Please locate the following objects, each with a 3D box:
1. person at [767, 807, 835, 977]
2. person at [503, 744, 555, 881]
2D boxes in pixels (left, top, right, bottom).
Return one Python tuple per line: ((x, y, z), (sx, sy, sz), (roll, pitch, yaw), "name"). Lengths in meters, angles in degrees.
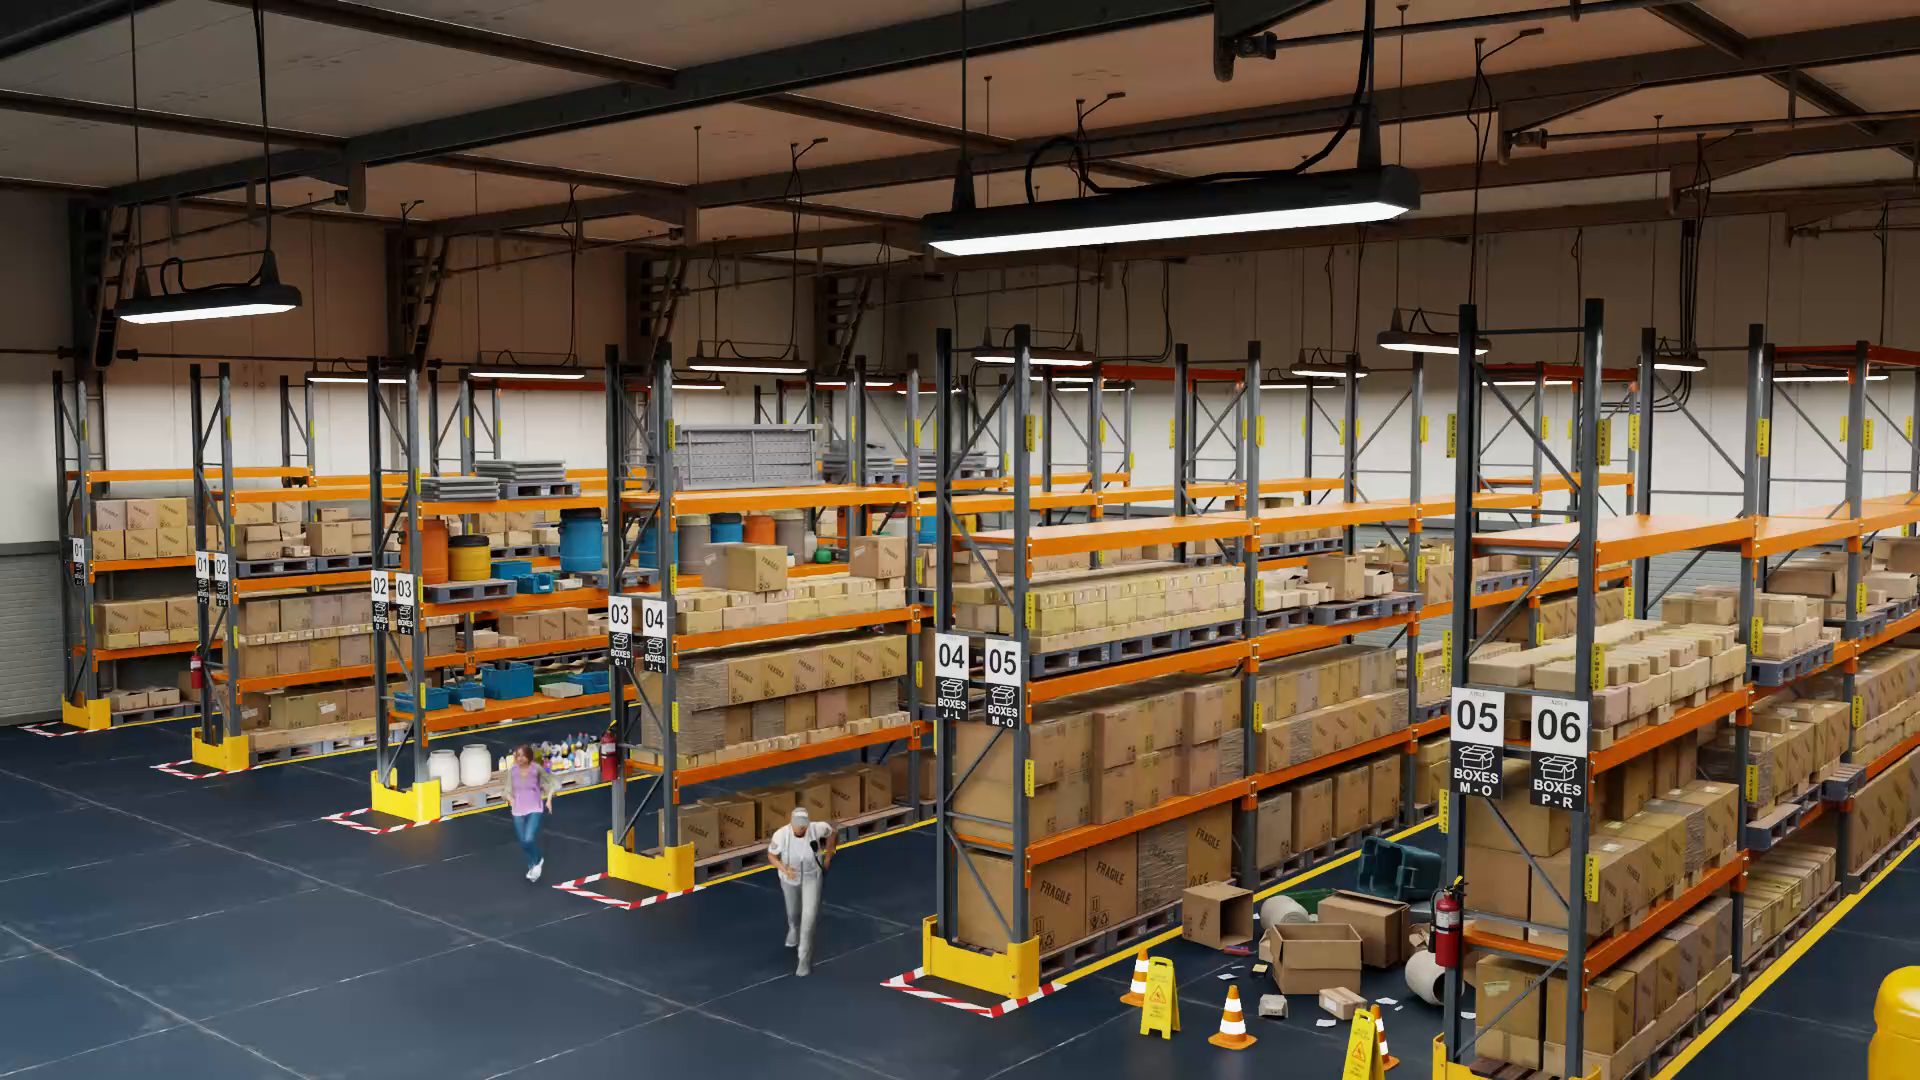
((-1.508, 3.266, 15.816), (0.649, 1.627, 1.033), (-1, 4, -8), "person")
((-4.800, 3.039, 18.454), (0.507, 1.552, 0.701), (0, 4, 6), "person")
